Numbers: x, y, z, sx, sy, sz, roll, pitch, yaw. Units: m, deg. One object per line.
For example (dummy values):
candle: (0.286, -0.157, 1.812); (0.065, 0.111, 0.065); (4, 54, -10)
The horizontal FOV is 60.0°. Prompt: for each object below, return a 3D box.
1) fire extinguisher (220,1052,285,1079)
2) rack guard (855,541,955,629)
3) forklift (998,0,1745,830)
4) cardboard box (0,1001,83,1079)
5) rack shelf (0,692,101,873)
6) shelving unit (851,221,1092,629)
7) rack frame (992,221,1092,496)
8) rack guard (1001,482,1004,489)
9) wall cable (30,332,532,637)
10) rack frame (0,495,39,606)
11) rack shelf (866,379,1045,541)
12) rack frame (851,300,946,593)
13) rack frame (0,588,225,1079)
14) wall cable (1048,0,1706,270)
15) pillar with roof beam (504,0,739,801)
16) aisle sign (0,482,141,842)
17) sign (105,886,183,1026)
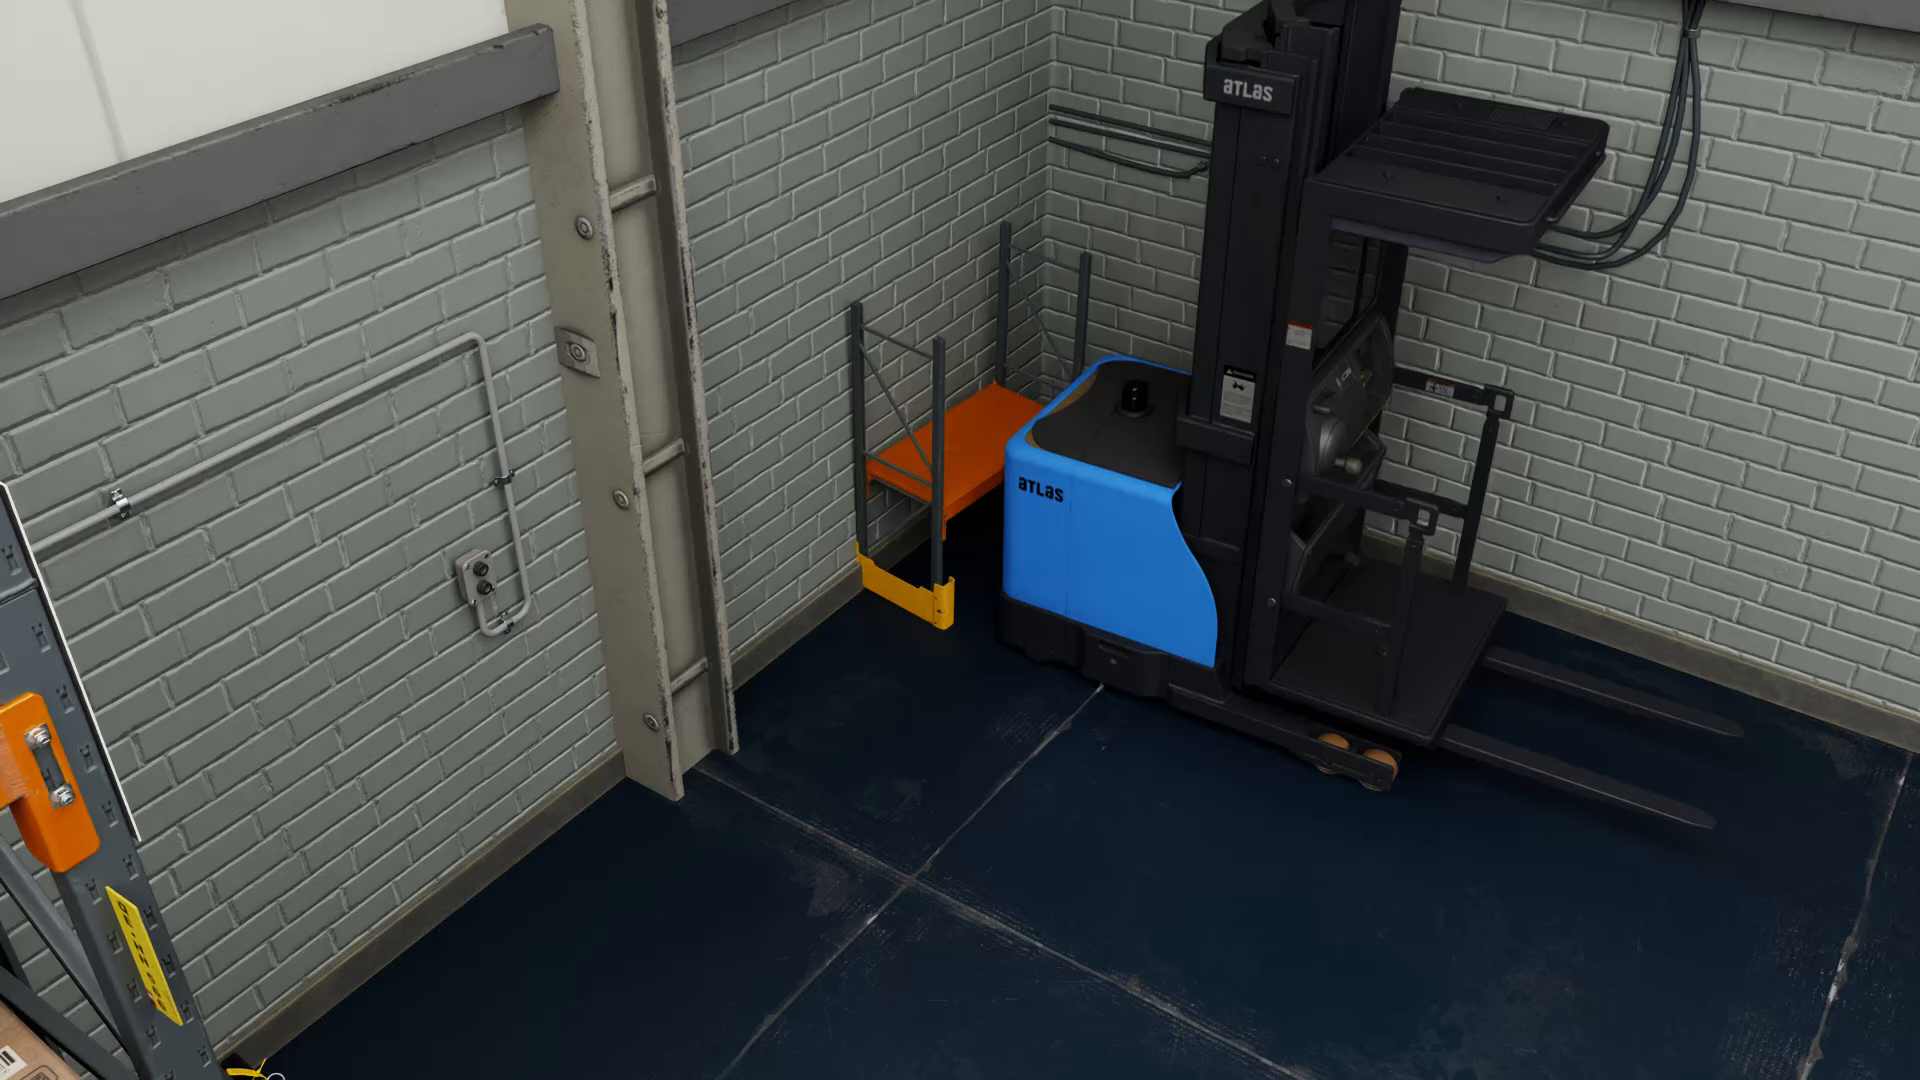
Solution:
fire extinguisher: (-1.521, 1.454, 3.823); (0.296, 0.674, 0.183); (21, 39, 28)
rack guard: (-0.271, 0.184, 7.734); (0.587, 0.250, 0.087); (27, 44, 30)
forklift: (1.702, -0.539, 6.431); (3.031, 2.935, 1.130); (18, 38, 25)
cardboard box: (-2.269, 1.304, 3.377); (0.980, 0.700, 0.700); (23, 40, 30)
rack shelf: (-3.127, 1.166, 1.813); (1.077, 0.370, 4.000); (21, 39, 28)
shelving unit: (0.057, -0.542, 7.673); (0.587, 1.500, 1.083); (27, 44, 30)
rack frame: (0.375, -0.768, 7.985); (0.500, 1.500, 0.032); (27, 44, 30)
rack guard: (0.364, -0.266, 8.357); (0.587, 0.250, 0.087); (27, 44, 30)
wall cable: (-2.034, -0.122, 4.846); (0.084, 1.984, 1.851); (21, 39, 28)
rack frame: (-1.987, -1.295, 2.132); (1.000, 3.000, 0.127); (21, 39, 28)
rack shelf: (0.048, -0.394, 7.774); (0.538, 0.185, 1.000); (27, 44, 30)
rack frame: (-0.273, -0.309, 7.349); (0.500, 1.500, 0.032); (27, 44, 30)
rack frame: (-1.987, 1.190, 3.813); (1.000, 3.000, 0.127); (21, 39, 28)
wall cable: (1.532, -2.498, 6.682); (3.097, 2.526, 0.112); (21, 39, 28)
pillar with roof beam: (2.379, -1.439, 2.345); (9.100, 9.000, 0.400); (21, 39, 28)
aisle sign: (-1.699, 0.176, 2.992); (0.394, 0.787, 0.004); (21, 39, 28)
sign: (-1.549, 0.792, 3.156); (0.100, 0.325, 0.005); (21, 39, 28)
